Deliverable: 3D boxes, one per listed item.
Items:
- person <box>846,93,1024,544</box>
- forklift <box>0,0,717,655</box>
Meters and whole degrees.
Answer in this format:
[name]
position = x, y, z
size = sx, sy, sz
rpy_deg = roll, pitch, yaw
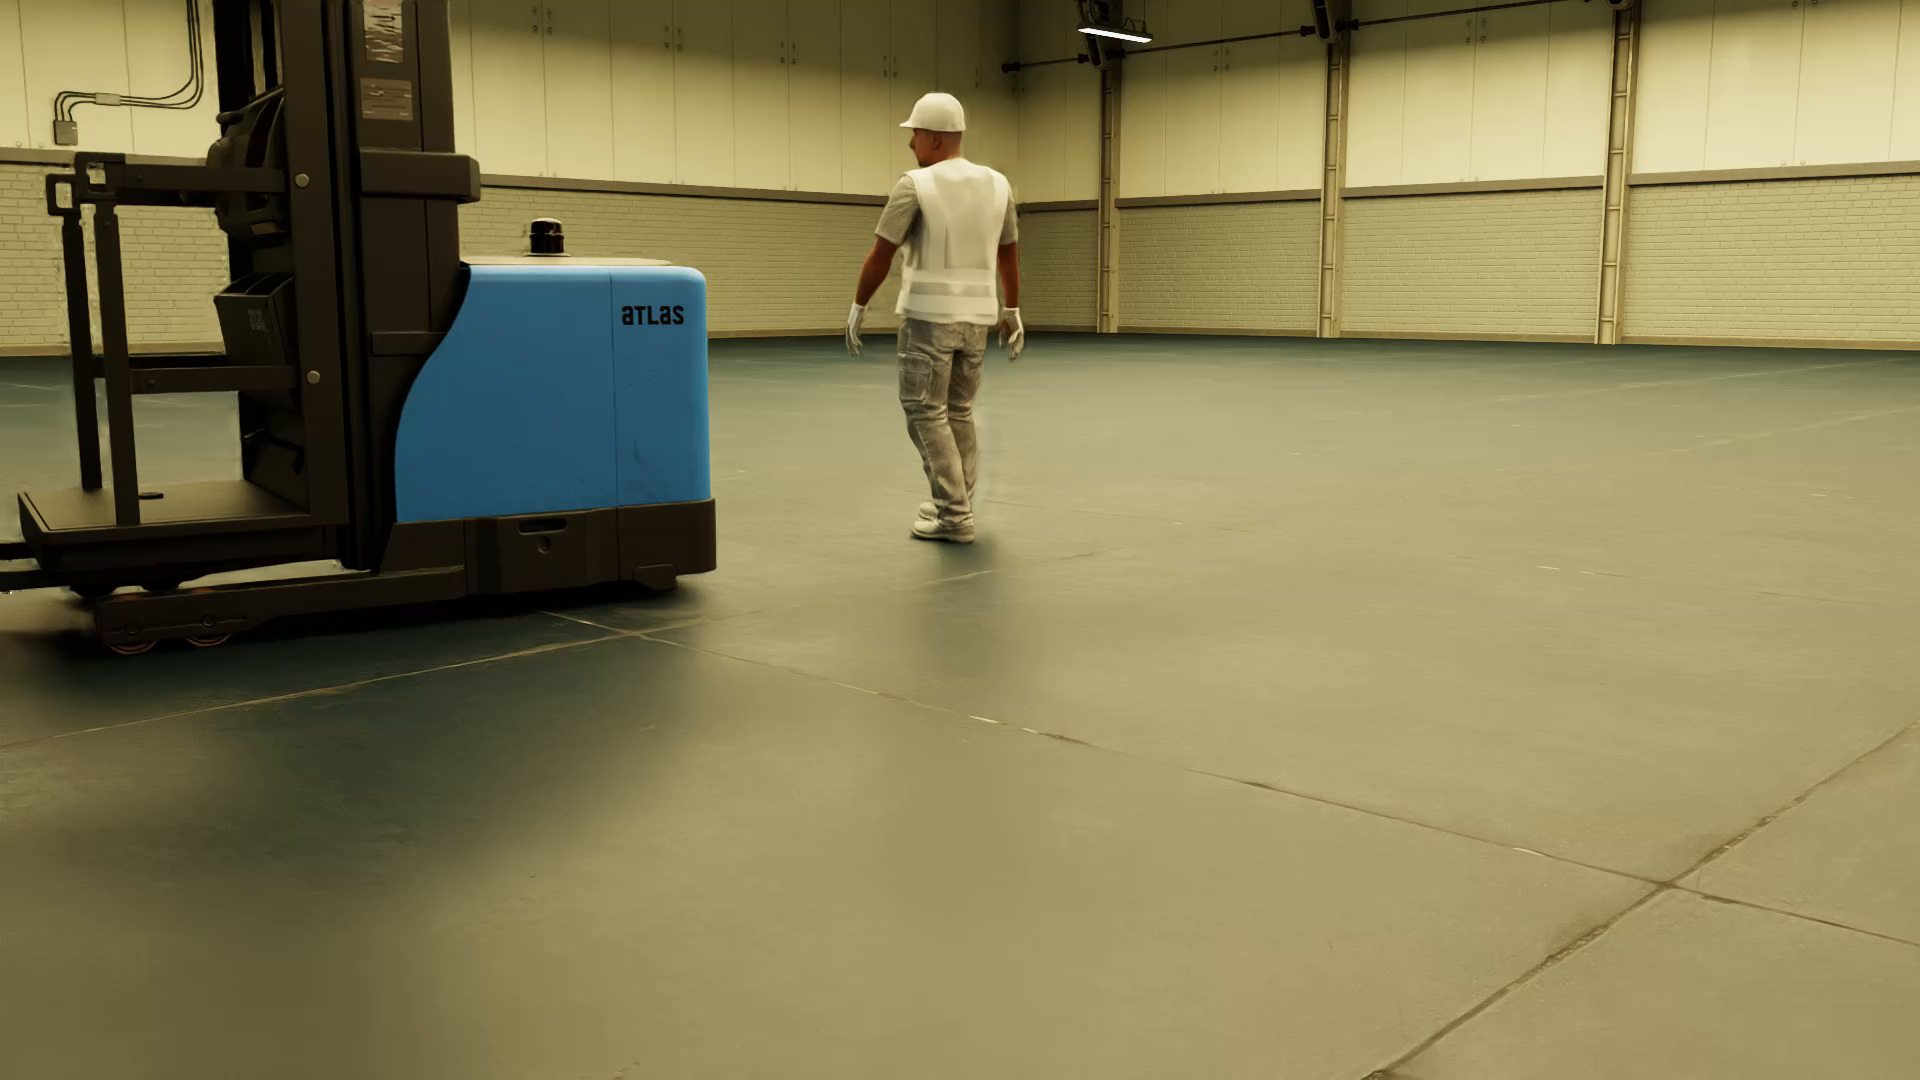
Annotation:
[person]
position = -0.136, -0.891, 6.749
size = 0.721, 1.771, 0.610
rpy_deg = -7, 11, -39
[forklift]
position = -2.337, -1.220, 4.979
size = 3.031, 2.935, 1.130
rpy_deg = -5, 10, -32
